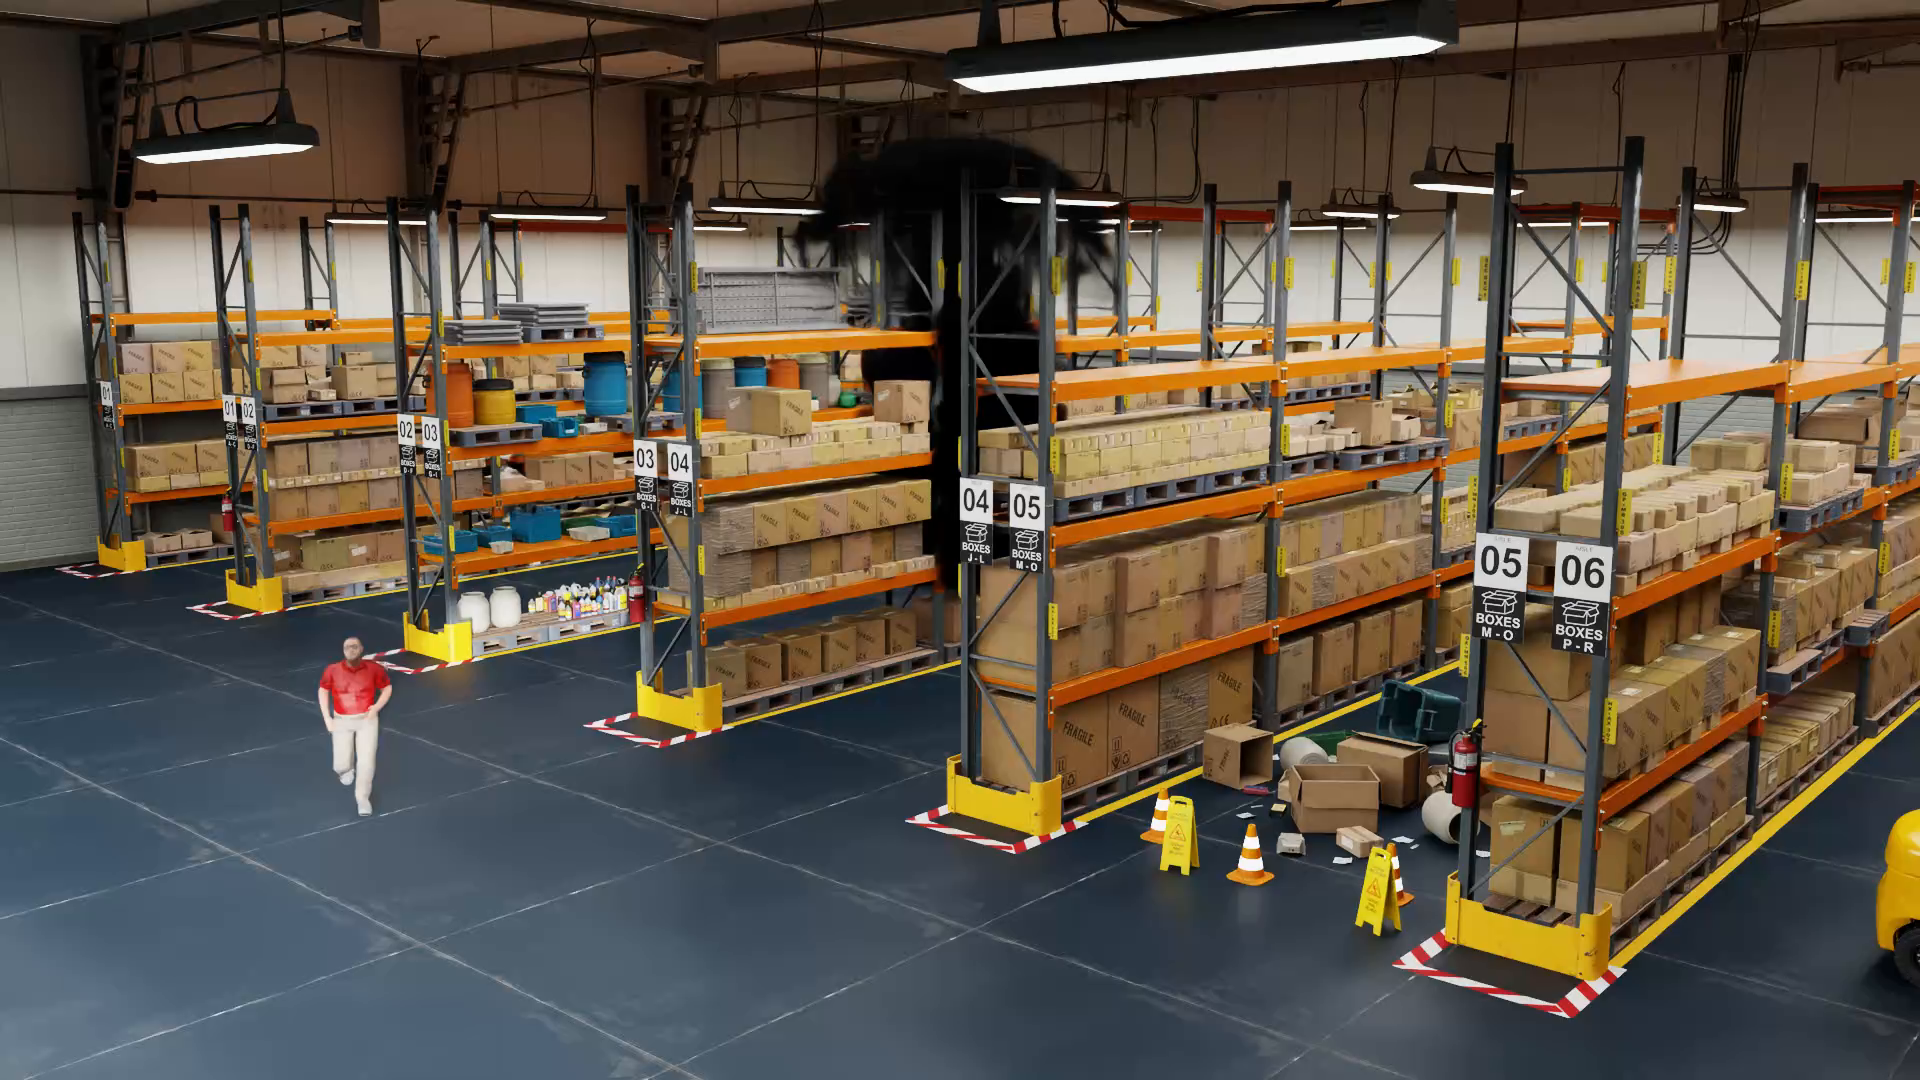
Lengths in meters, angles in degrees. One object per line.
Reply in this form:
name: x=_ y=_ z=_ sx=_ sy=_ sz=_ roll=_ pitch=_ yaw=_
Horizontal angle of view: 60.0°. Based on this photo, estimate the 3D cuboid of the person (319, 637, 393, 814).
person: x=-5.755 y=1.734 z=15.873 sx=0.667 sy=1.666 sz=0.633 roll=-2 pitch=10 yaw=-14

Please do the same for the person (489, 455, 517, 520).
person: x=-8.349 y=-0.752 z=30.457 sx=0.661 sy=1.759 sz=0.677 roll=8 pitch=12 yaw=38
